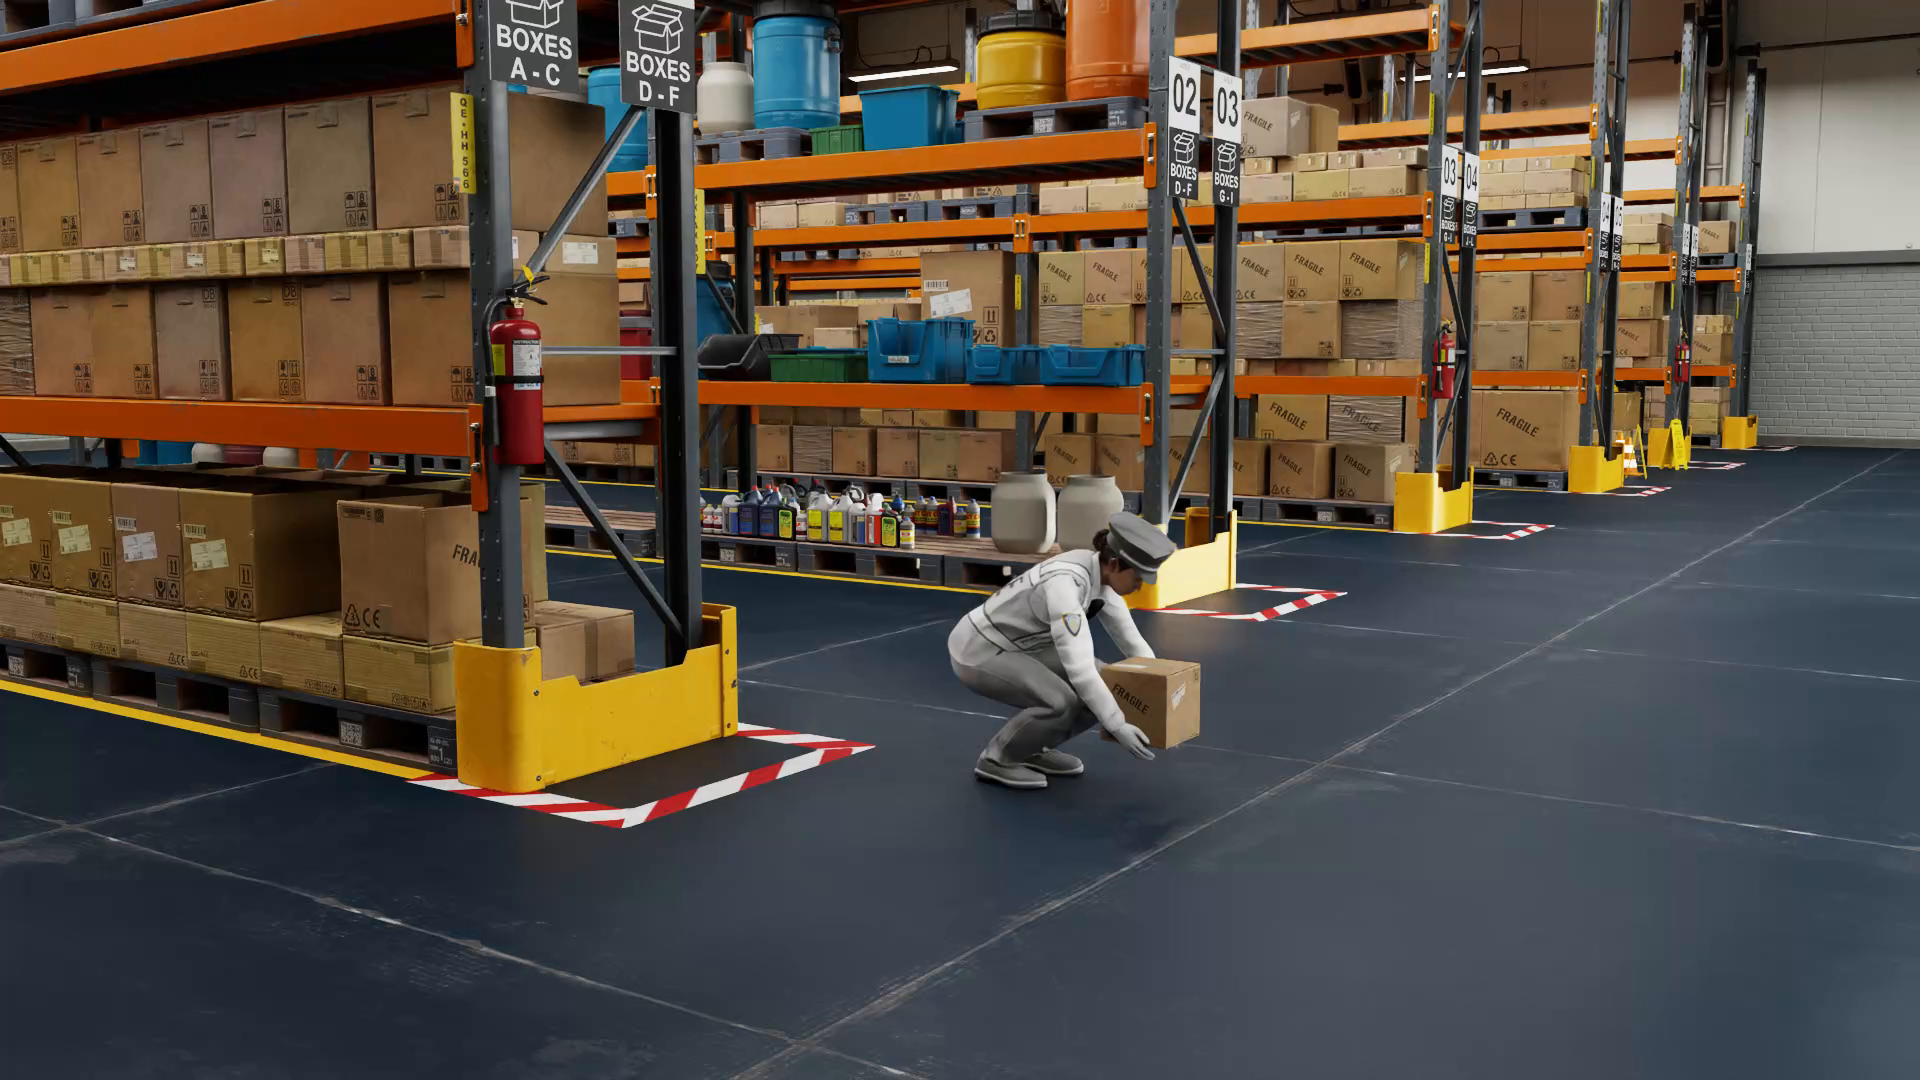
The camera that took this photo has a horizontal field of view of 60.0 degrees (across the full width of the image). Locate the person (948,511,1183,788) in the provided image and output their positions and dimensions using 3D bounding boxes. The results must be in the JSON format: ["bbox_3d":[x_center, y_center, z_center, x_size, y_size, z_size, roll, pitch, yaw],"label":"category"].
[{"bbox_3d":[0.365,0.377,5.827,0.825,0.964,0.495,4,8,33],"label":"person"}]
